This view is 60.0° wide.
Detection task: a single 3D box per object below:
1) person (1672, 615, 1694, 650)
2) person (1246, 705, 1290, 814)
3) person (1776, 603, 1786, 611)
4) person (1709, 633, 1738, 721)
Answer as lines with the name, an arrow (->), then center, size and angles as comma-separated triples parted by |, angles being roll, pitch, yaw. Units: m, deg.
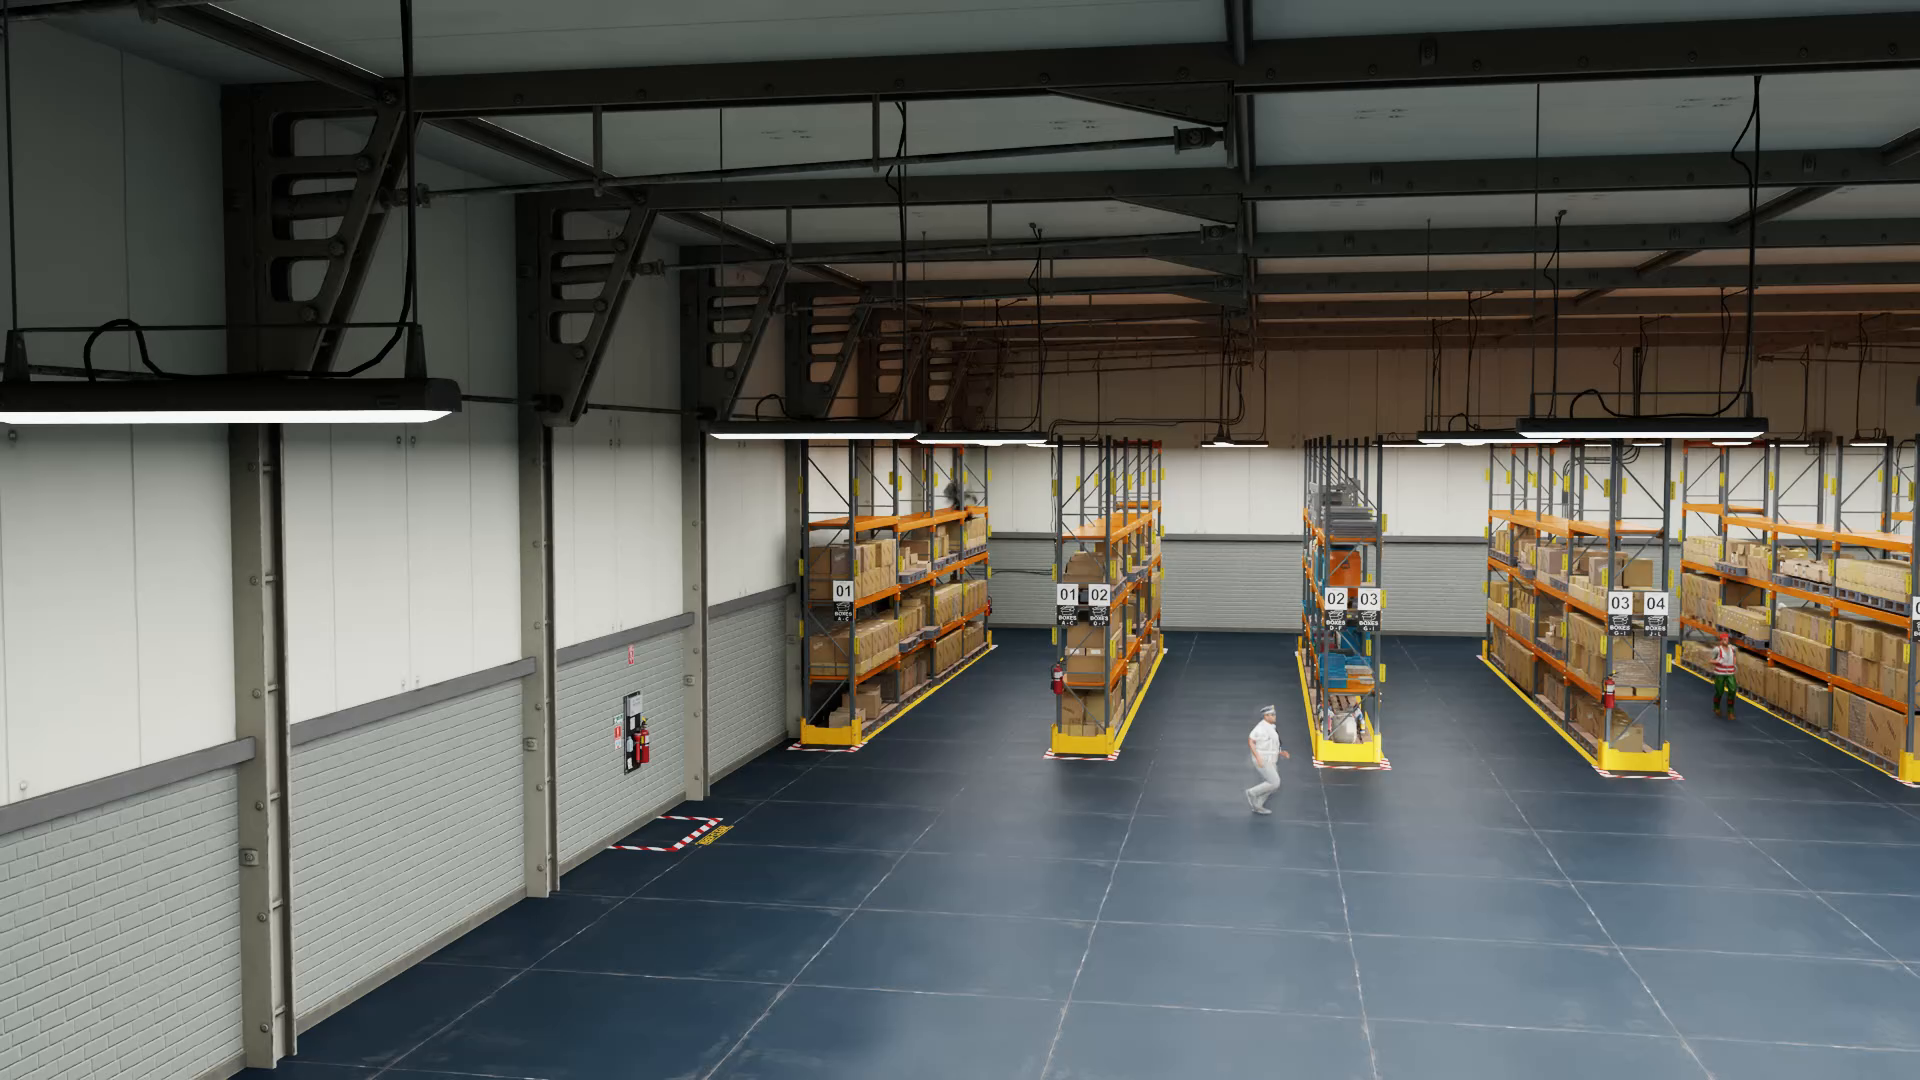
person -> 19.849, 2.481, 45.419 | 0.742, 1.607, 0.564 | 0, 3, 5
person -> 4.837, 3.445, 26.107 | 0.631, 1.726, 0.653 | 2, 4, 29
person -> 21.407, 2.500, 43.442 | 0.684, 1.743, 0.618 | 0, 3, -1
person -> 16.293, 2.901, 35.458 | 0.638, 1.840, 0.774 | 0, 3, 6
